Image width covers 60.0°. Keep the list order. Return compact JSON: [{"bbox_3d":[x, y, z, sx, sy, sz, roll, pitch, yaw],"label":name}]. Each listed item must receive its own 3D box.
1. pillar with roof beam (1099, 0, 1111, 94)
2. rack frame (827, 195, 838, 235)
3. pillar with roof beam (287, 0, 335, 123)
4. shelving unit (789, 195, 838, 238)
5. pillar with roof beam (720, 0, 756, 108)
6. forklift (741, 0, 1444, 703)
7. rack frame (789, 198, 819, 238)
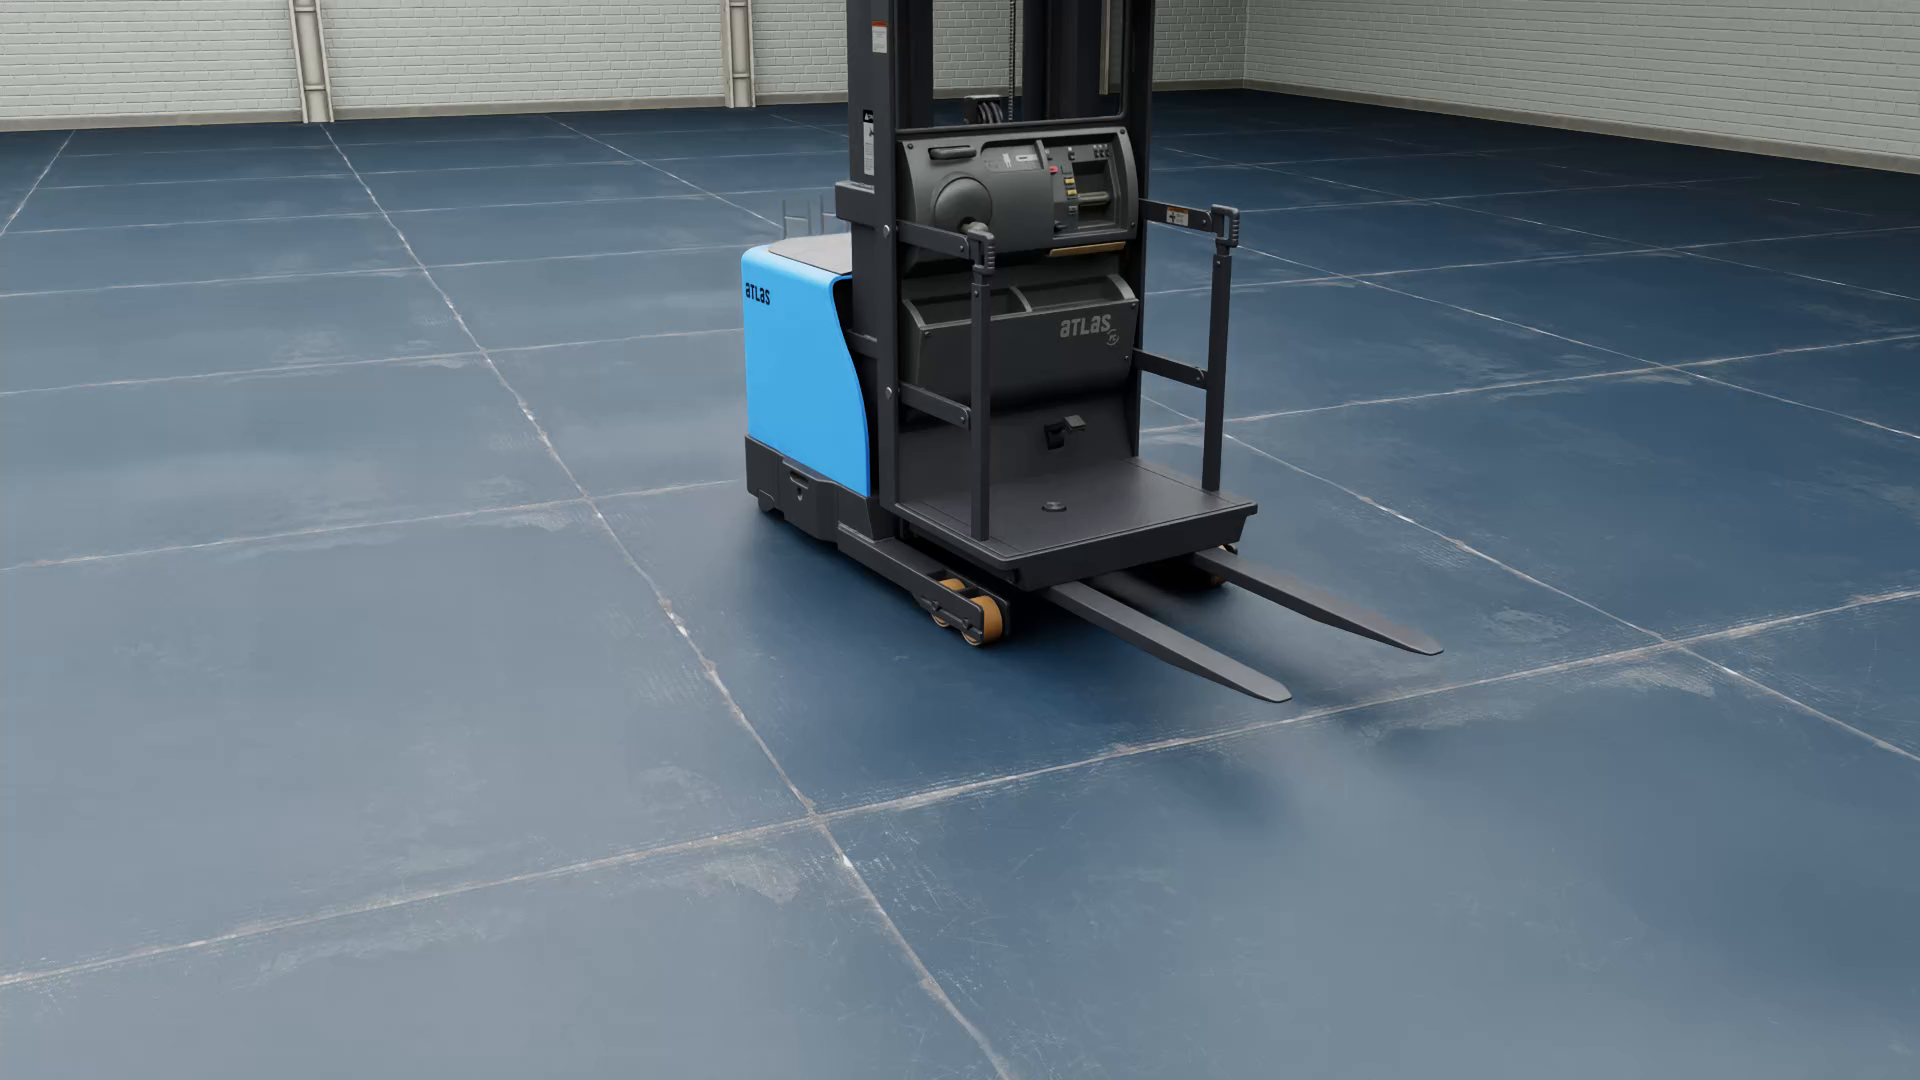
[{"bbox_3d":[3.895,-10.272,22.146,0.400,9.000,9.100,-8,21,-22],"label":"pillar with roof beam"},{"bbox_3d":[-0.498,-0.872,7.191,0.006,1.200,0.240,-13,23,-32],"label":"rack frame"},{"bbox_3d":[-7.123,-8.694,17.663,0.400,9.000,9.100,-8,21,-22],"label":"pillar with roof beam"},{"bbox_3d":[-0.574,-0.855,7.143,0.189,1.200,0.258,-13,23,-32],"label":"shelving unit"},{"bbox_3d":[-1.614,-9.483,19.905,0.400,9.000,9.100,-8,21,-22],"label":"pillar with roof beam"},{"bbox_3d":[0.337,-1.209,5.542,1.130,2.935,3.031,-12,23,-31],"label":"forklift"},{"bbox_3d":[-0.650,-0.838,7.095,0.006,1.200,0.240,-13,23,-32],"label":"rack frame"}]
